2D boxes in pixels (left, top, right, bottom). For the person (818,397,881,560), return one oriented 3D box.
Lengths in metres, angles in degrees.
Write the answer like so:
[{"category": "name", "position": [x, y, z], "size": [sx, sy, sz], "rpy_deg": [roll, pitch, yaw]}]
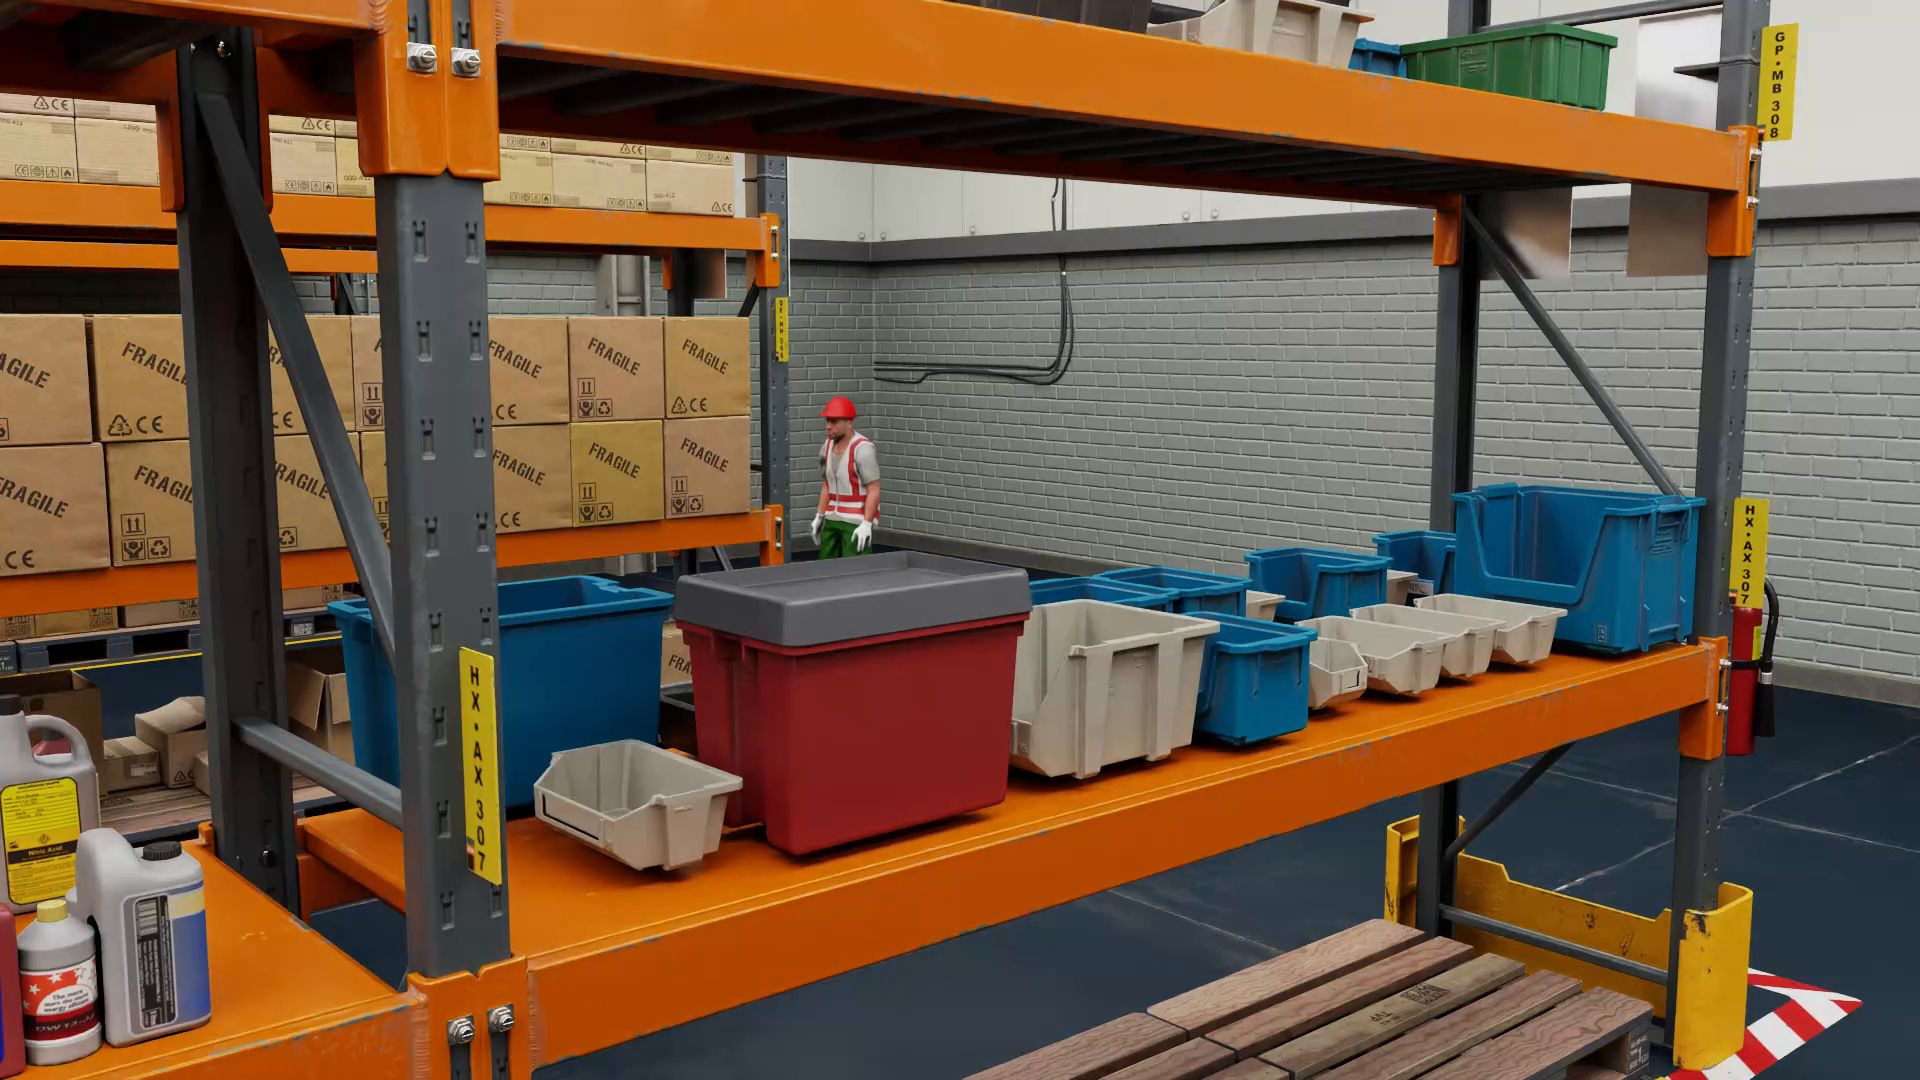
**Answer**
[{"category": "person", "position": [-0.786, -0.122, 11.435], "size": [0.441, 1.722, 0.552], "rpy_deg": [-7, 10, -43]}]
